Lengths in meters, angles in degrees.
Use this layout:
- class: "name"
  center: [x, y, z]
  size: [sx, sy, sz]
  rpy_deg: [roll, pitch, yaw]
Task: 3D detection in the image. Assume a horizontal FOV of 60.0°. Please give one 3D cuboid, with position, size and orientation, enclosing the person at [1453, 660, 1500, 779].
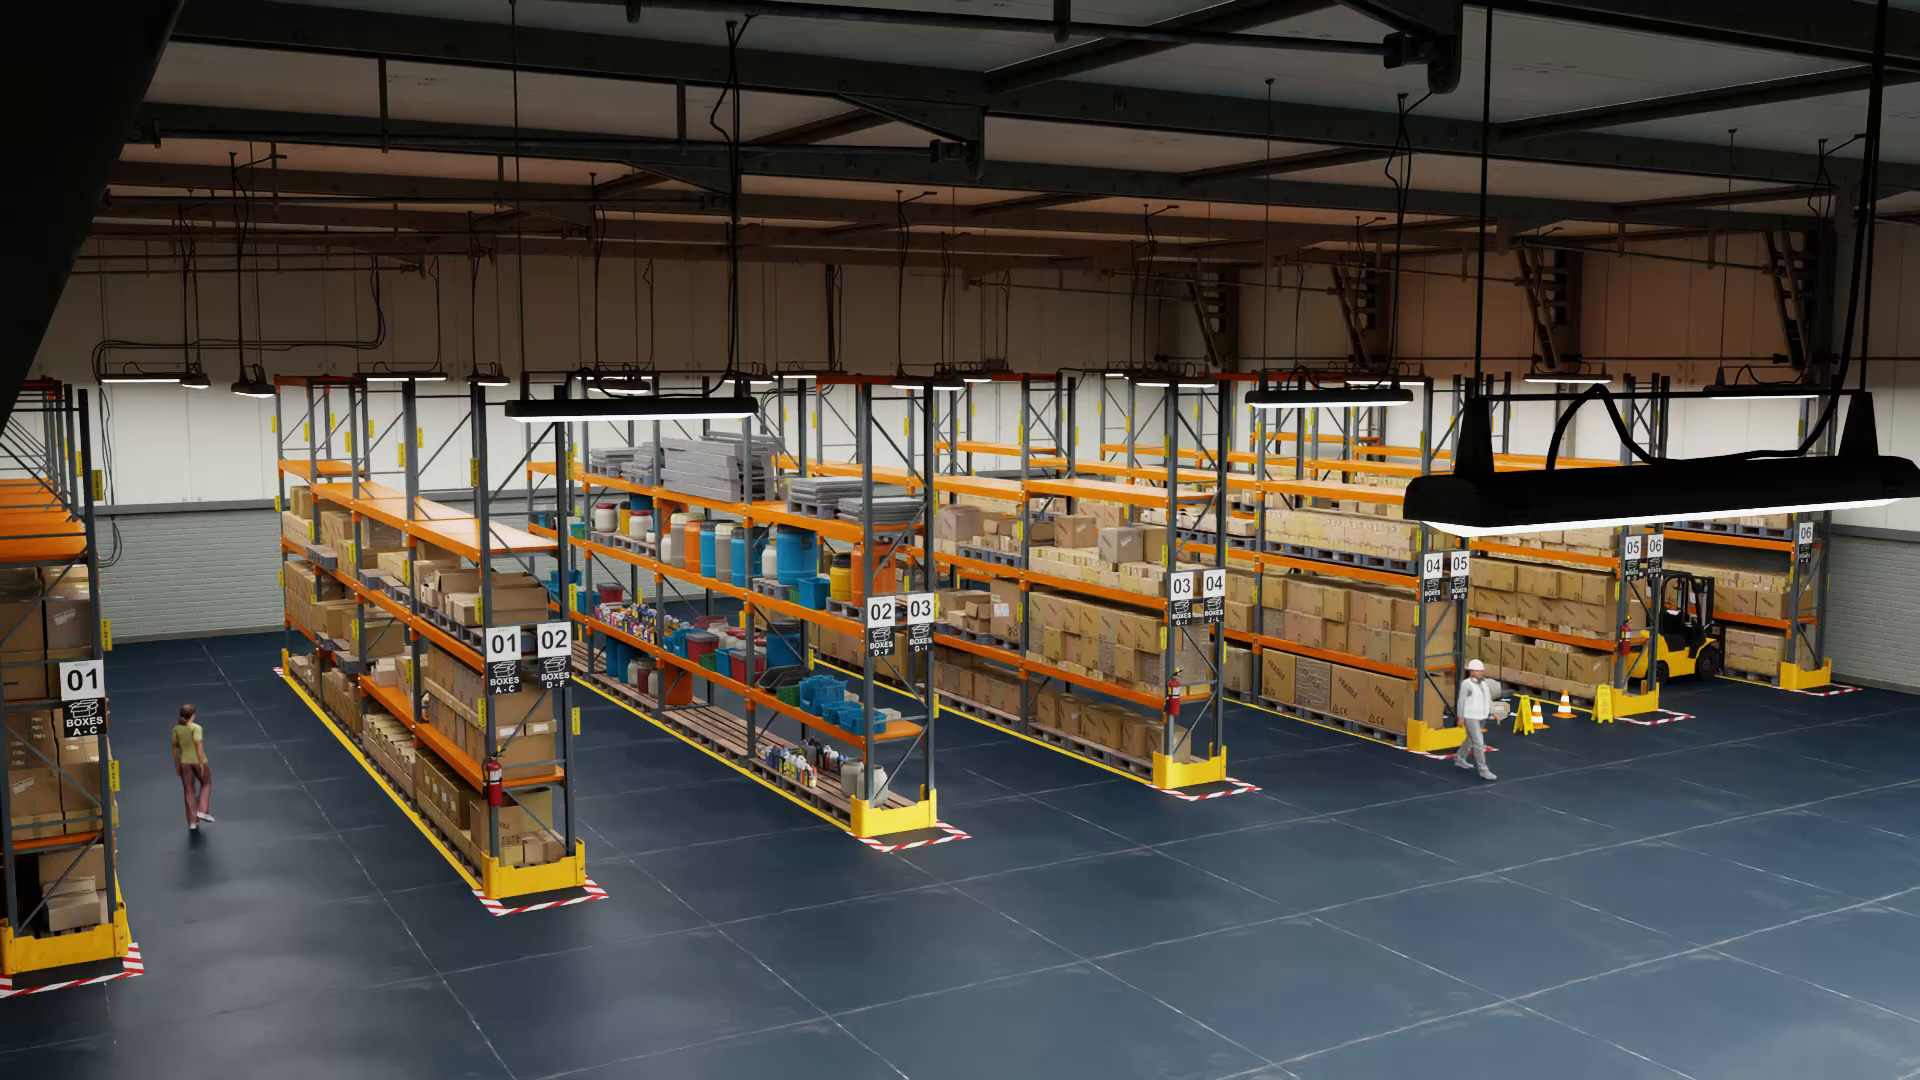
- class: "person"
  center: [7.870, 2.690, 25.265]
  size: [0.559, 1.746, 0.888]
  rpy_deg: [-4, 8, -35]

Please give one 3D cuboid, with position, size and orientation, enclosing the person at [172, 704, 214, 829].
- class: "person"
  center: [-10.374, 3.044, 22.438]
  size: [0.478, 1.656, 0.516]
  rpy_deg: [-2, 6, -16]
